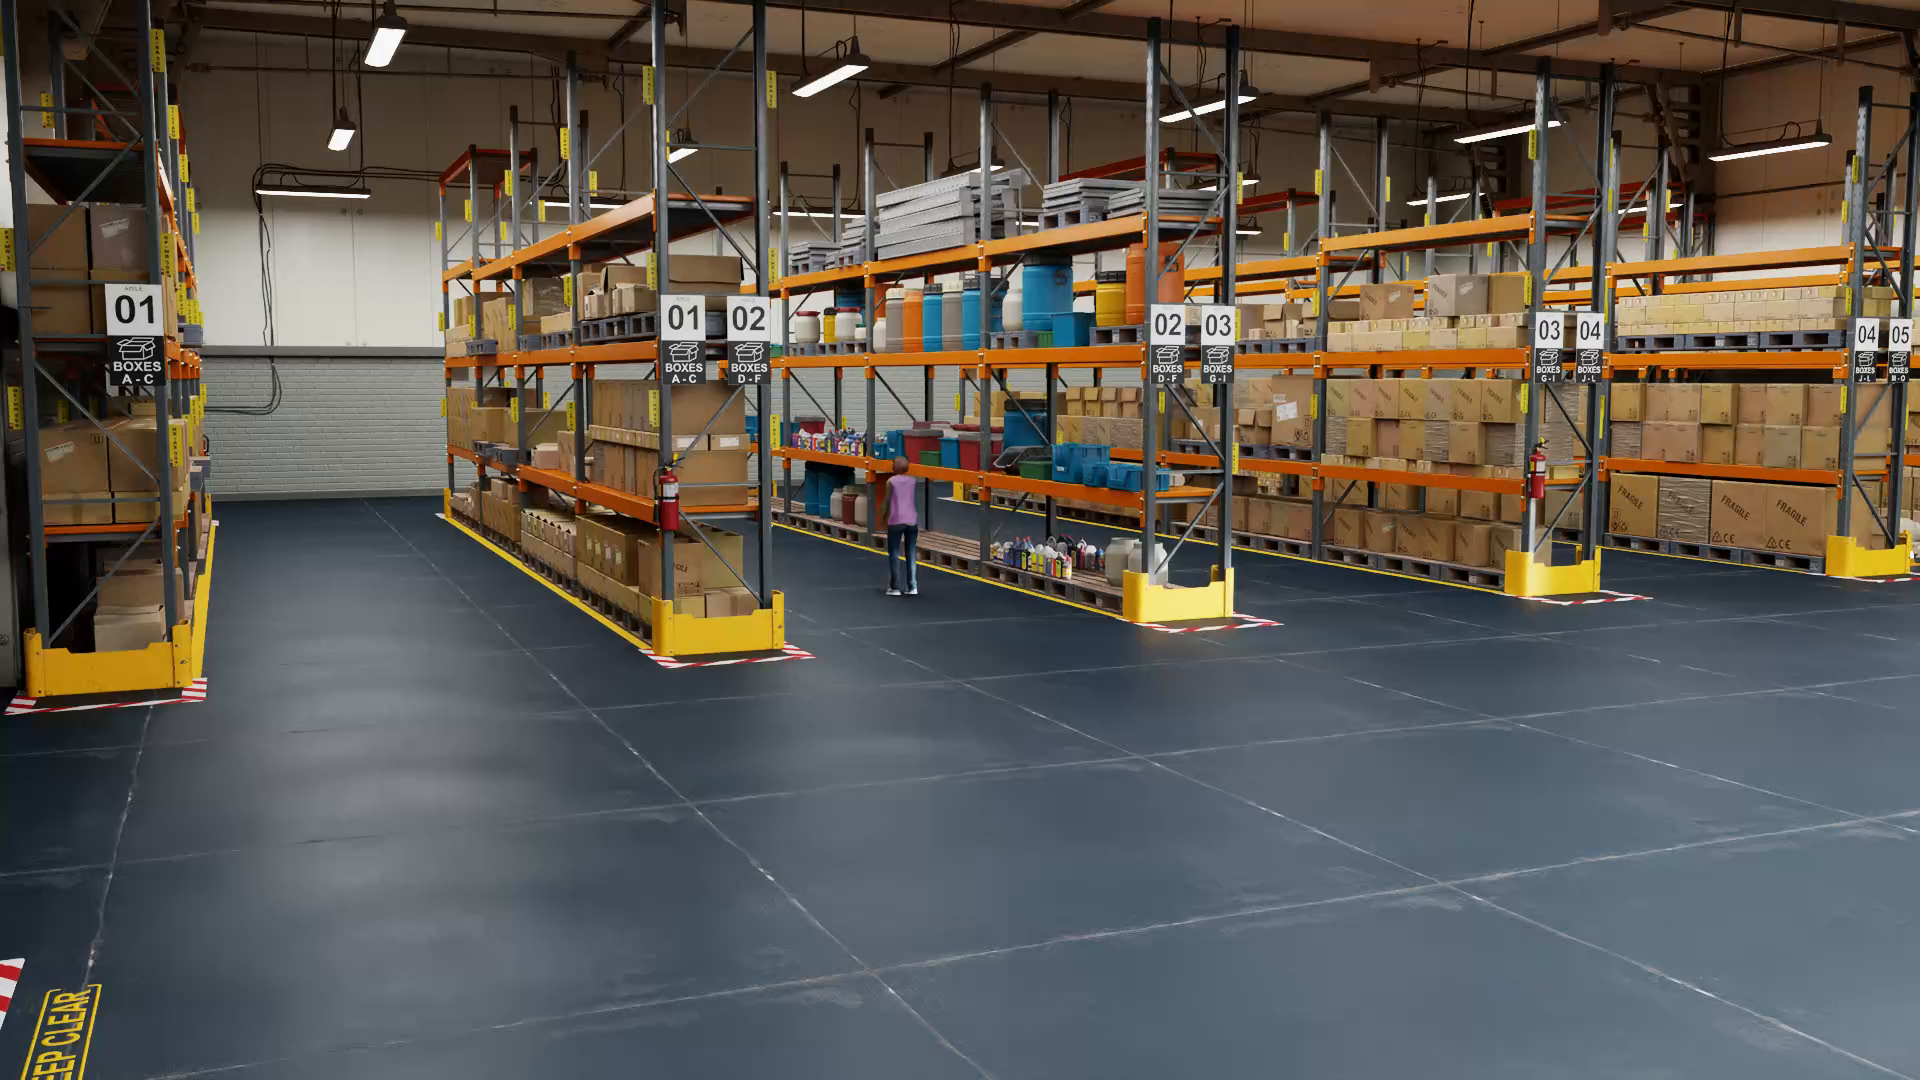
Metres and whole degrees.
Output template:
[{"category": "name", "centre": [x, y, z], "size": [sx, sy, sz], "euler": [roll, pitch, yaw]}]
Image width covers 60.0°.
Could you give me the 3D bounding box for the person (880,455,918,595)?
[{"category": "person", "centre": [-0.695, -0.170, 18.974], "size": [0.375, 1.598, 0.508], "euler": [-3, 6, -25]}]
